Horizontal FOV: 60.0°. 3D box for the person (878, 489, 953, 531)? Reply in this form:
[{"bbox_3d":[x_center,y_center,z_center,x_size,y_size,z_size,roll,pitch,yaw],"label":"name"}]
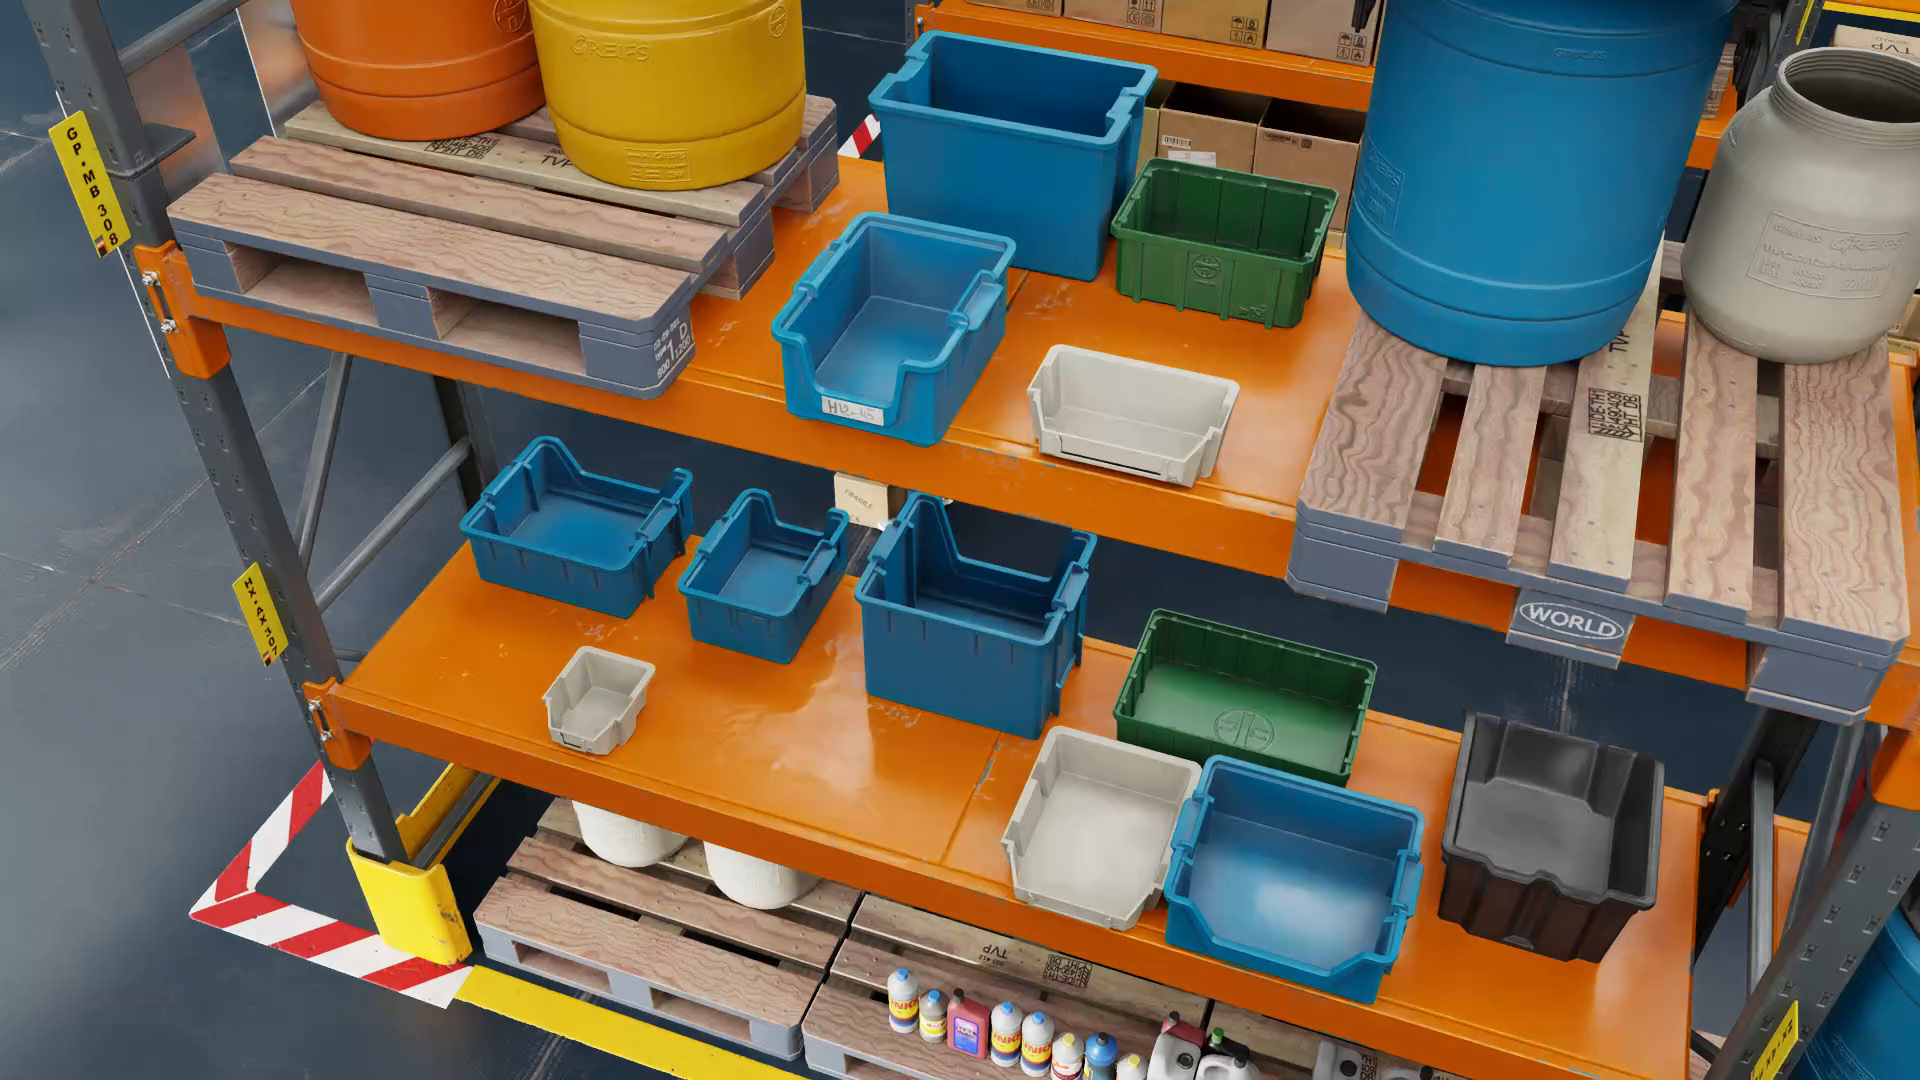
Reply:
[{"bbox_3d":[-0.170,-0.684,6.926,0.348,1.592,0.483,11,43,12],"label":"person"}]
